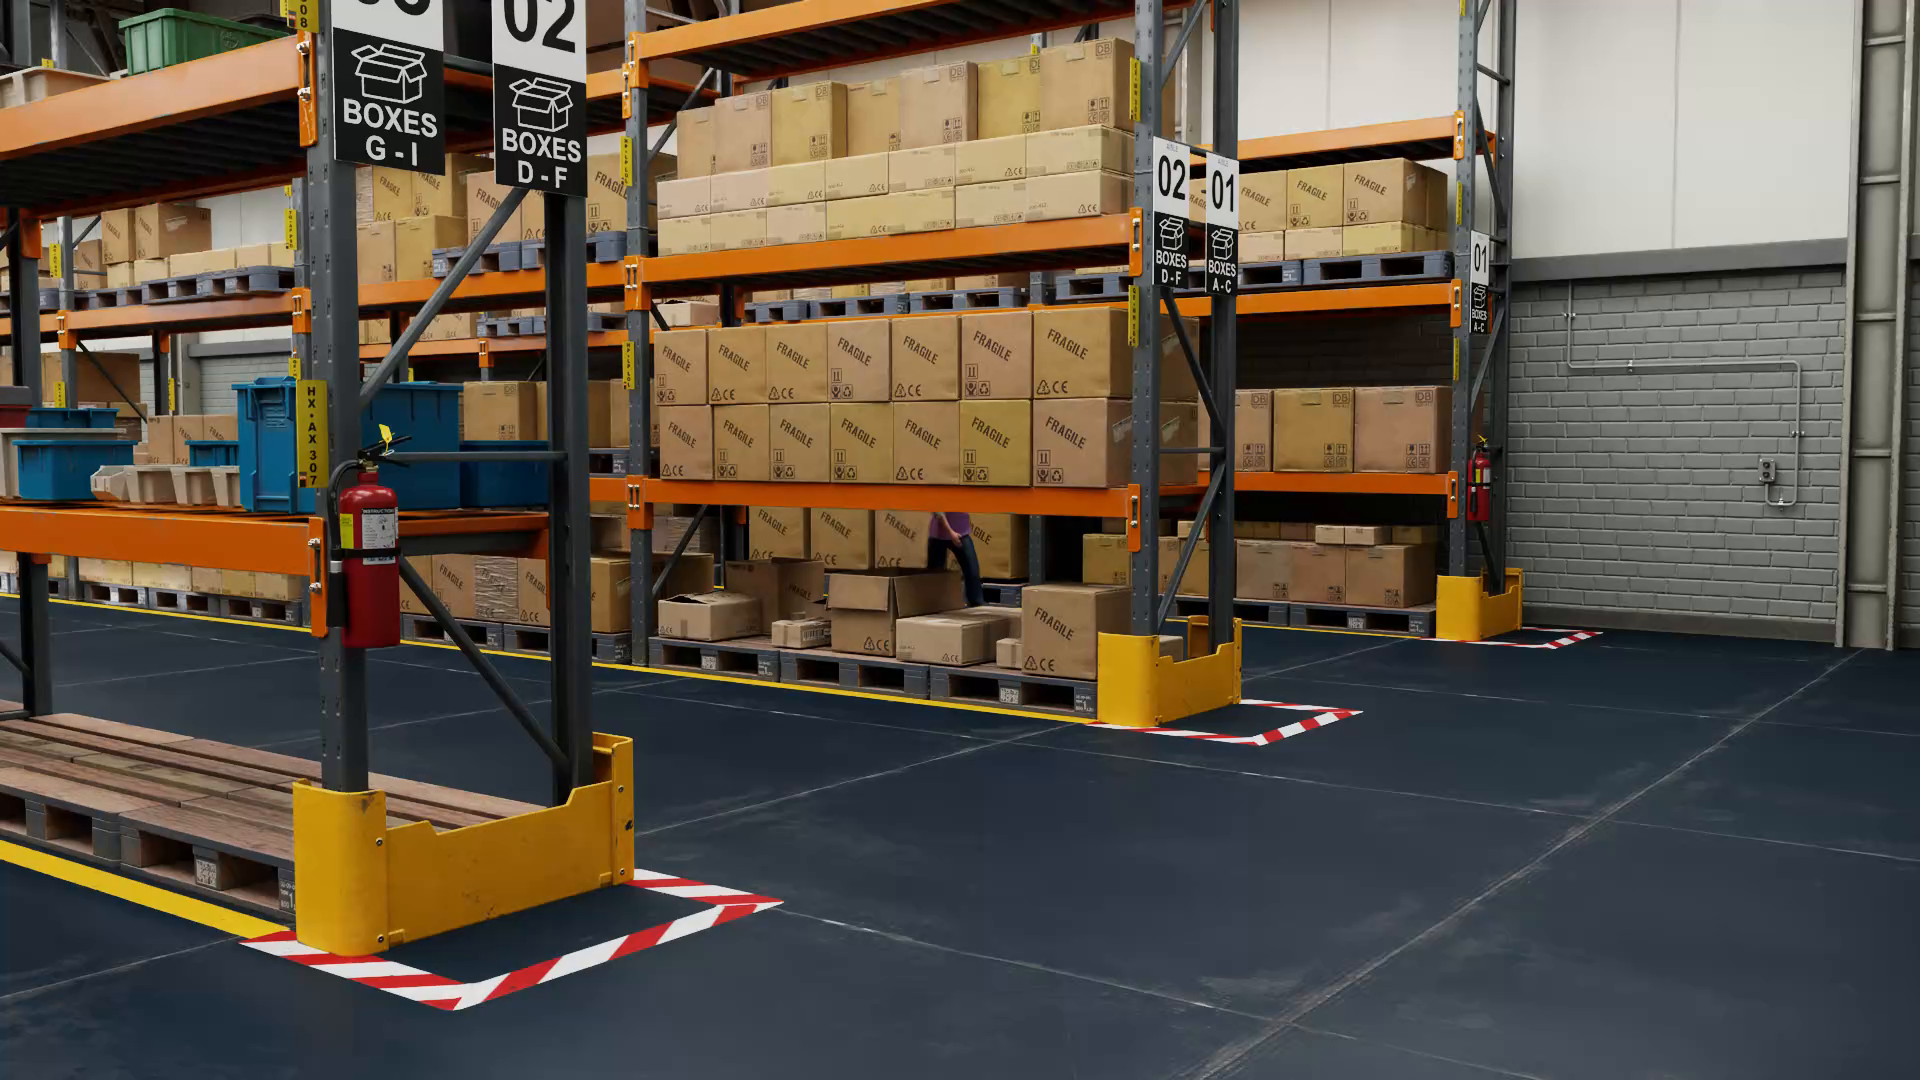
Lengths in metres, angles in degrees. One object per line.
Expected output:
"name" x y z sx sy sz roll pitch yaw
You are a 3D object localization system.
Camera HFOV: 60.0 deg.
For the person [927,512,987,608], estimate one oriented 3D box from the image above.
"person" -0.040 -0.038 13.255 0.428 1.538 0.954 -3 5 -43
